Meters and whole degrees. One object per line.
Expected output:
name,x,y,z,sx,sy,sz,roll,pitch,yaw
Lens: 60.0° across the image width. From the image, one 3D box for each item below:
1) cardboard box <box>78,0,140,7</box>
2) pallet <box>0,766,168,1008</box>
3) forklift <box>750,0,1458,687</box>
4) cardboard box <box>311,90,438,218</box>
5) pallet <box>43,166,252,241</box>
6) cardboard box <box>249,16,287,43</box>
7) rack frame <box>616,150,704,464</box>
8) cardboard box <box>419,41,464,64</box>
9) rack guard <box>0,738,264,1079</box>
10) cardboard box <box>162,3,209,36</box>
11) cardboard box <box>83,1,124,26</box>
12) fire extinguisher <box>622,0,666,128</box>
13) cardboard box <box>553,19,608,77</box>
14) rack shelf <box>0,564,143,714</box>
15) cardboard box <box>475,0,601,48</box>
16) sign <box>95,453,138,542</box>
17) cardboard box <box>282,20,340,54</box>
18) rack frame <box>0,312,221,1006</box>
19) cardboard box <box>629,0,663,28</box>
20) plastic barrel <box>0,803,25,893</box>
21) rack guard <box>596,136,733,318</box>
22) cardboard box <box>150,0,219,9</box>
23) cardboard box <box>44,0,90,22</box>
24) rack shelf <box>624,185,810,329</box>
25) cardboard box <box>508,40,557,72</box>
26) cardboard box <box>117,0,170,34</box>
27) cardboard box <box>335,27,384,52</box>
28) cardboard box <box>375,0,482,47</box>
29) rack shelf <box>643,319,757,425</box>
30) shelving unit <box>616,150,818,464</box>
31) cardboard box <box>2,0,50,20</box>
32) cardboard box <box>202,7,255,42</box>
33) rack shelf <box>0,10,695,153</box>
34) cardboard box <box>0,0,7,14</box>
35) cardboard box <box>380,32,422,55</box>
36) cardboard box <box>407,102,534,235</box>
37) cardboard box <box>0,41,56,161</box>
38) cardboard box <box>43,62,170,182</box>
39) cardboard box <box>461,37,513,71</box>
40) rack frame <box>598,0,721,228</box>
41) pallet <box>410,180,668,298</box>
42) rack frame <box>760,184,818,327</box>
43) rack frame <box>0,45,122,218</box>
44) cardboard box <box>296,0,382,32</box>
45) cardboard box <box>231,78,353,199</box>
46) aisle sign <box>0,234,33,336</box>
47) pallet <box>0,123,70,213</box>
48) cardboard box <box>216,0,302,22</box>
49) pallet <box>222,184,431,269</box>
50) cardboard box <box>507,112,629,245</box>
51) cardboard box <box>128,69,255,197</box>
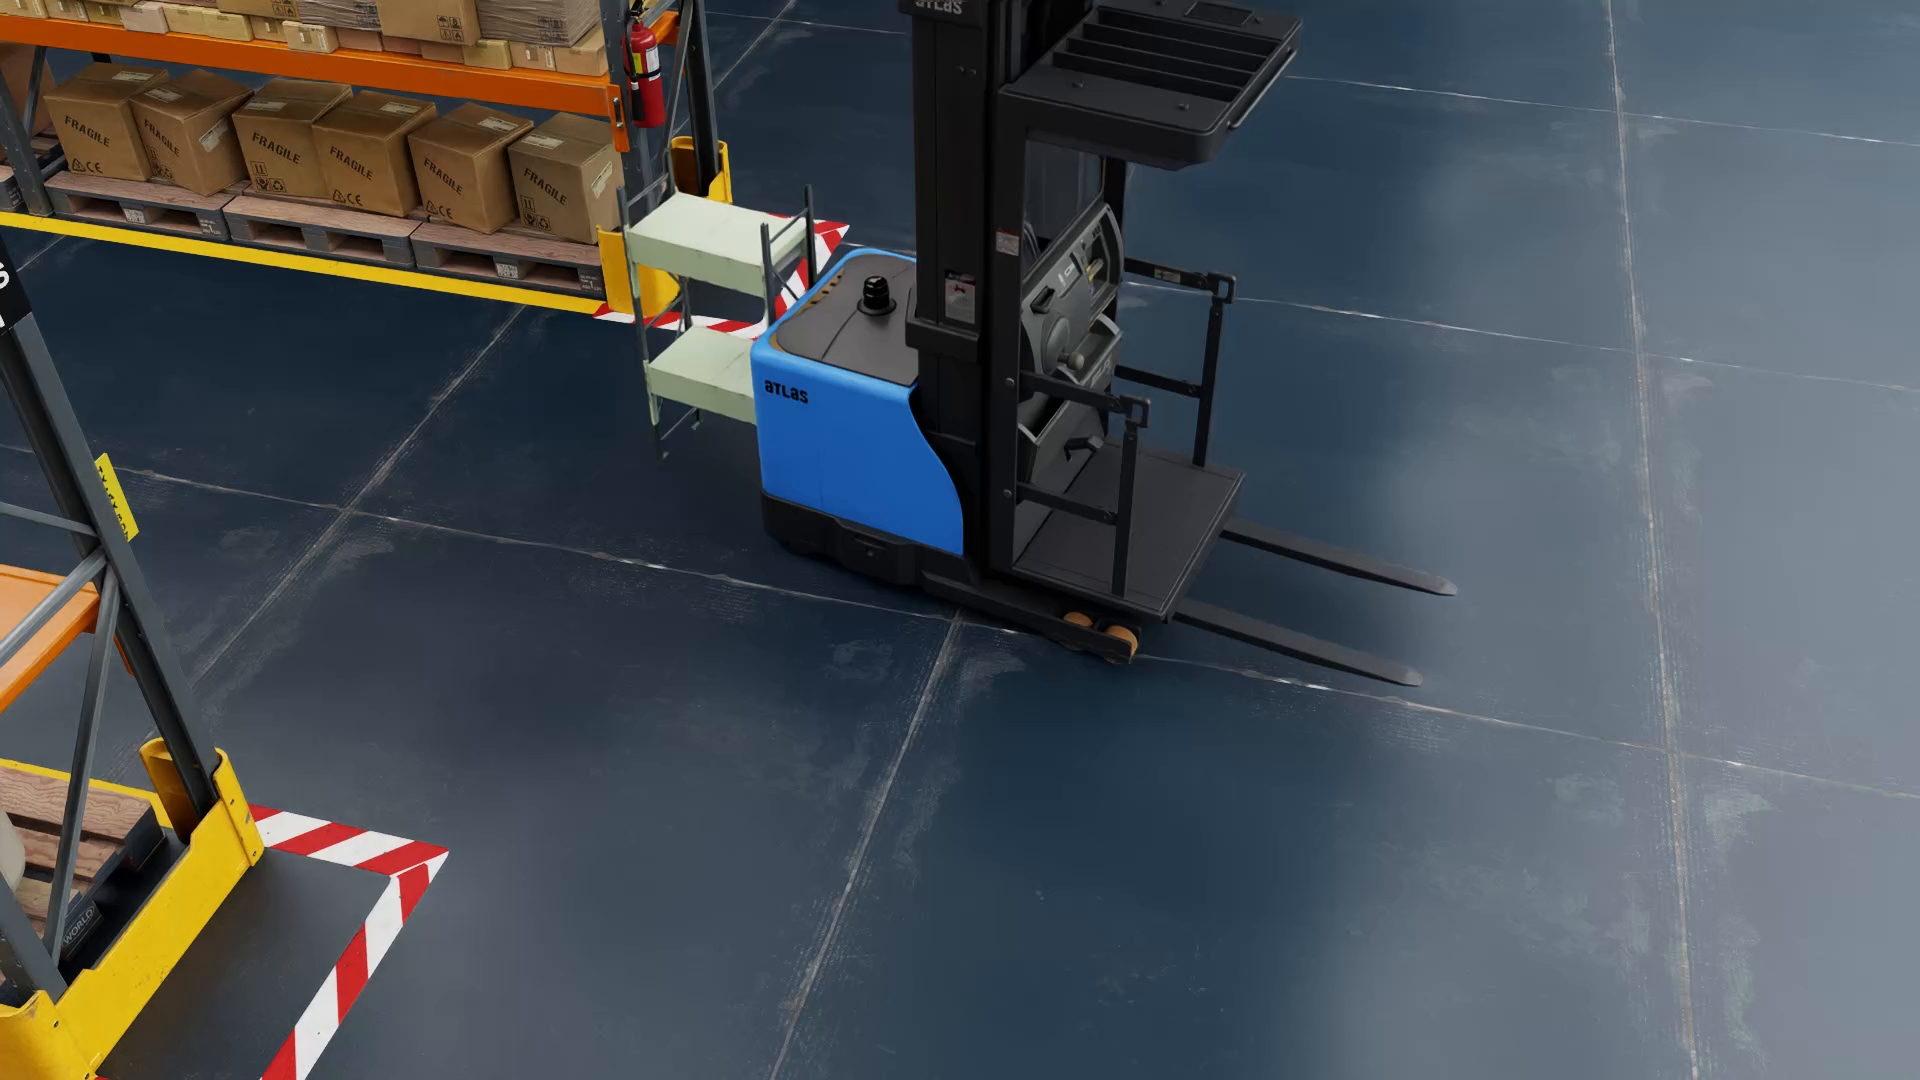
cardboard box,-4.563,-3.351,9.098,0.500,0.500,0.875,10,41,11
pallet,-3.741,1.272,6.072,1.213,0.211,1.003,10,41,11
forklift,0.640,-0.982,6.641,3.031,2.935,1.130,17,43,20
cardboard box,-3.377,-2.263,9.730,0.500,0.500,0.500,13,42,15
pallet,-4.798,-2.259,10.276,1.213,0.211,1.003,10,41,11
cardboard box,-3.620,-2.843,8.999,0.250,0.149,0.380,10,41,11
rack frame,-1.403,-1.069,7.857,0.023,1.500,0.400,17,43,20
cardboard box,-2.654,-2.677,8.801,0.250,0.149,0.380,10,41,11
rack guard,-2.957,1.299,5.814,0.348,0.500,1.175,10,41,11
cardboard box,-4.112,-2.905,9.072,0.250,0.149,0.380,10,41,11
cardboard box,-4.595,-2.988,9.171,0.250,0.149,0.380,10,41,11
fire extinguisher,-1.600,-2.417,8.355,0.183,0.674,0.296,10,41,11
cardboard box,-1.920,-2.575,8.678,0.250,0.149,0.380,10,41,11
rack shelf,-4.804,0.268,5.657,4.000,0.370,1.077,10,41,11
cardboard box,-2.116,-3.012,8.695,0.500,0.500,0.875,10,41,11
sign,-2.725,-0.122,5.347,0.005,0.325,0.100,10,41,11
cardboard box,-3.396,-2.759,8.898,0.250,0.149,0.380,10,41,11
rack frame,-2.872,0.325,5.030,0.127,3.000,1.000,10,41,11
cardboard box,-1.805,-2.851,9.008,0.250,0.149,0.380,10,41,11
plastic barrel,-3.527,1.055,5.769,0.421,0.512,0.421,0,40,0
rack guard,-1.665,-1.807,9.513,0.348,0.500,1.175,10,41,11
cardboard box,-4.054,-3.330,9.074,0.500,0.500,0.875,10,41,11
cardboard box,-4.839,-3.024,9.213,0.250,0.149,0.380,10,41,11
rack shelf,-1.074,-1.265,7.483,0.720,0.370,0.431,17,43,20
cardboard box,-2.162,-2.616,8.728,0.250,0.149,0.380,10,41,11
cardboard box,-4.364,-2.921,9.091,0.250,0.149,0.380,10,41,11
cardboard box,-3.132,-2.772,8.914,0.250,0.149,0.380,10,41,11
cardboard box,-2.630,-3.021,8.706,0.500,0.500,0.875,10,41,11
rack shelf,-1.074,-0.716,7.943,0.720,0.370,0.431,17,43,20
shelving unit,-1.074,-0.966,7.734,0.755,1.500,0.431,17,43,20
cardboard box,-5.088,-3.048,9.242,0.250,0.149,0.380,10,41,11
cardboard box,-3.873,-2.857,9.014,0.250,0.149,0.380,10,41,11
rack shelf,-3.524,-2.809,9.321,4.000,0.370,1.077,10,41,11
cardboard box,-5.326,-3.098,9.301,0.250,0.149,0.380,10,41,11
cardboard box,-2.885,-2.745,8.881,0.250,0.149,0.380,10,41,11
cardboard box,-2.777,-2.148,9.592,0.500,0.500,0.500,20,44,23
cardboard box,-6.043,-2.743,10.286,0.500,0.500,0.700,7,41,8
cardboard box,-5.080,-2.529,10.046,0.500,0.500,0.500,9,41,10
cardboard box,-2.416,-2.626,8.740,0.250,0.149,0.380,10,41,11
rack frame,-1.592,-2.752,8.694,0.127,3.000,1.000,10,41,11
pallet,-2.441,-1.853,9.793,1.213,0.211,1.003,10,41,11
rack frame,-0.745,-0.862,7.611,0.023,1.500,0.400,17,43,20
rack frame,-5.456,-3.417,9.486,0.127,3.000,1.000,10,41,11
cardboard box,-3.102,-3.131,8.836,0.500,0.500,0.875,10,41,11
cardboard box,-3.904,-2.384,9.873,0.500,0.500,0.500,6,40,8
aisle sign,-2.727,-0.840,4.396,0.004,0.787,0.394,10,41,11
pallet,-6.208,-2.477,10.536,1.213,0.211,1.003,10,41,11
cardboard box,-3.582,-3.221,8.944,0.500,0.500,0.875,10,41,11
pallet,-3.615,-2.058,10.036,1.213,0.211,1.003,10,41,11
cardboard box,-2.190,-2.069,9.499,0.500,0.500,0.500,17,43,19
cardboard box,-4.524,-2.438,9.938,0.500,0.500,0.500,23,45,25
